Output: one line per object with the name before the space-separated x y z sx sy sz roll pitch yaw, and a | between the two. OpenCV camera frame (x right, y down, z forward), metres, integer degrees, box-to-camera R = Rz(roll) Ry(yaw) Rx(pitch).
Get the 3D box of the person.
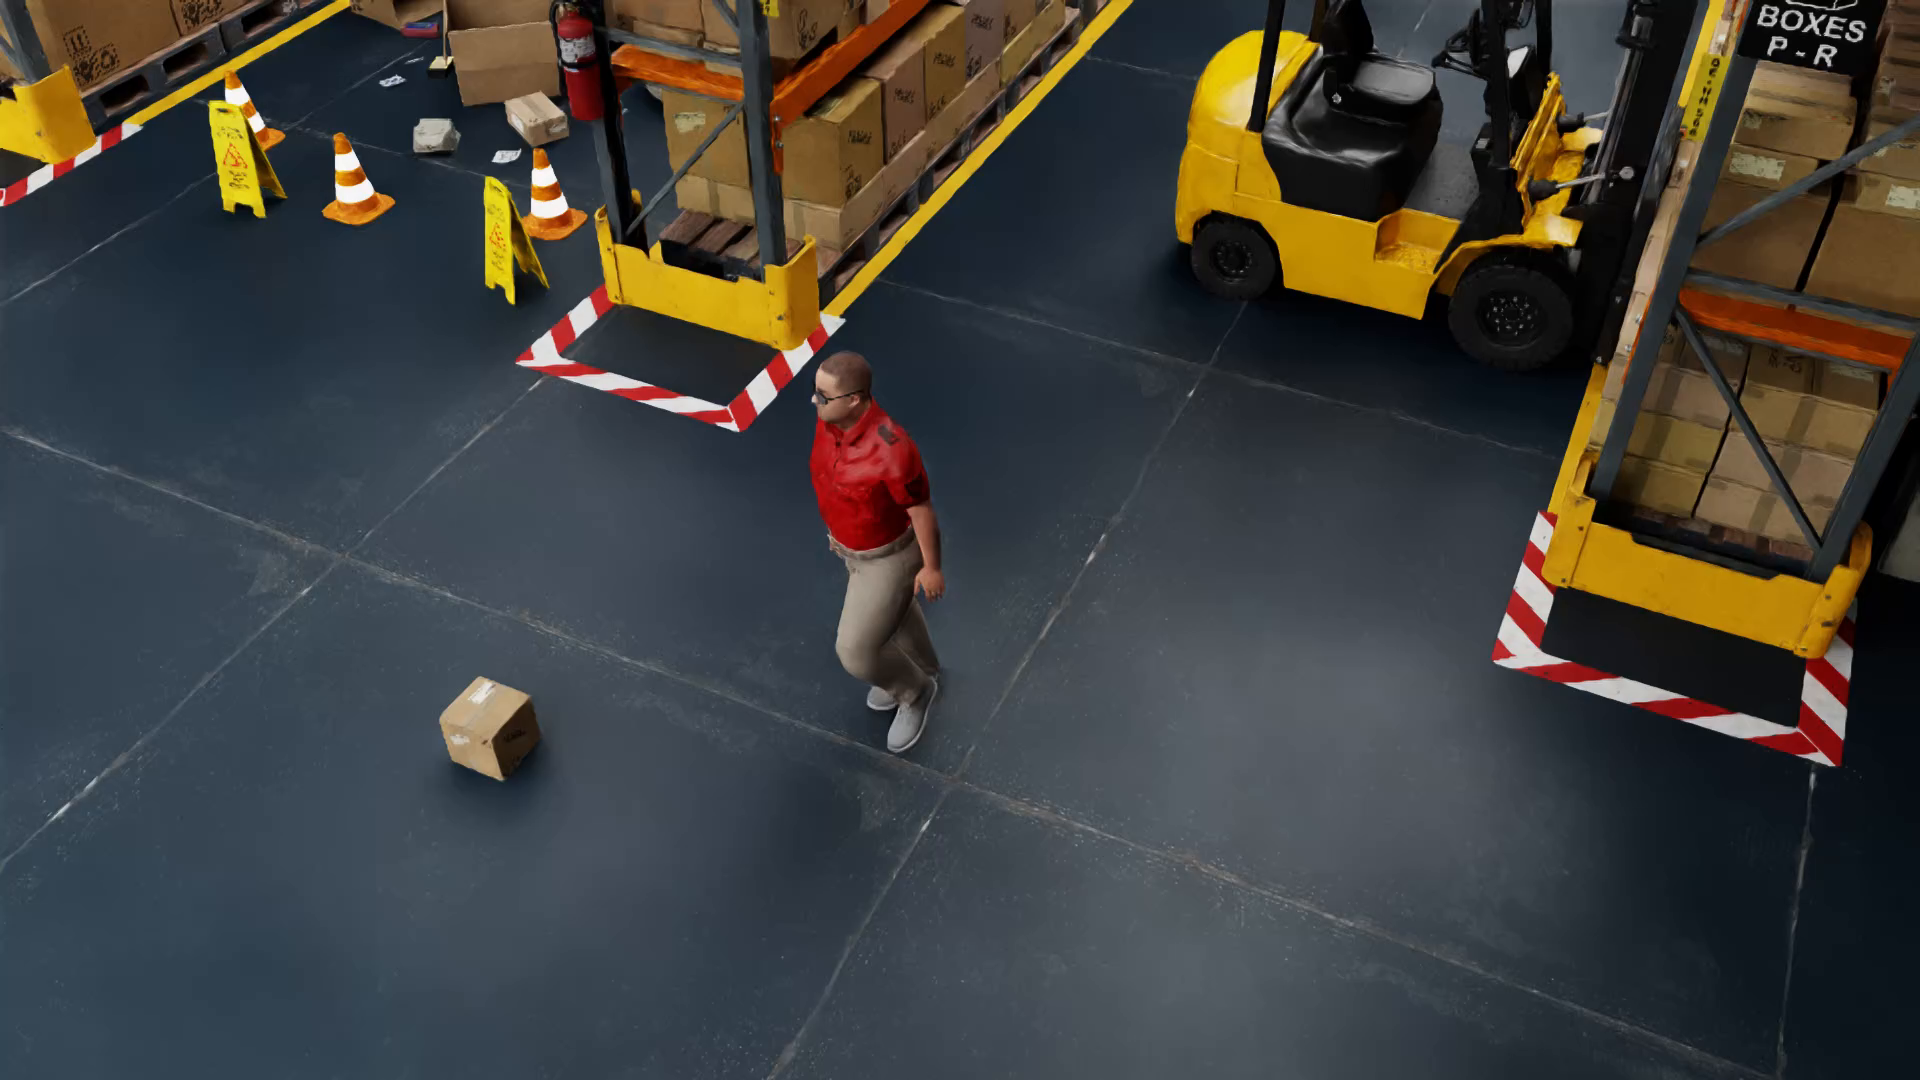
person | -0.305 0.017 6.129 0.518 1.713 0.570 -21 46 -22
